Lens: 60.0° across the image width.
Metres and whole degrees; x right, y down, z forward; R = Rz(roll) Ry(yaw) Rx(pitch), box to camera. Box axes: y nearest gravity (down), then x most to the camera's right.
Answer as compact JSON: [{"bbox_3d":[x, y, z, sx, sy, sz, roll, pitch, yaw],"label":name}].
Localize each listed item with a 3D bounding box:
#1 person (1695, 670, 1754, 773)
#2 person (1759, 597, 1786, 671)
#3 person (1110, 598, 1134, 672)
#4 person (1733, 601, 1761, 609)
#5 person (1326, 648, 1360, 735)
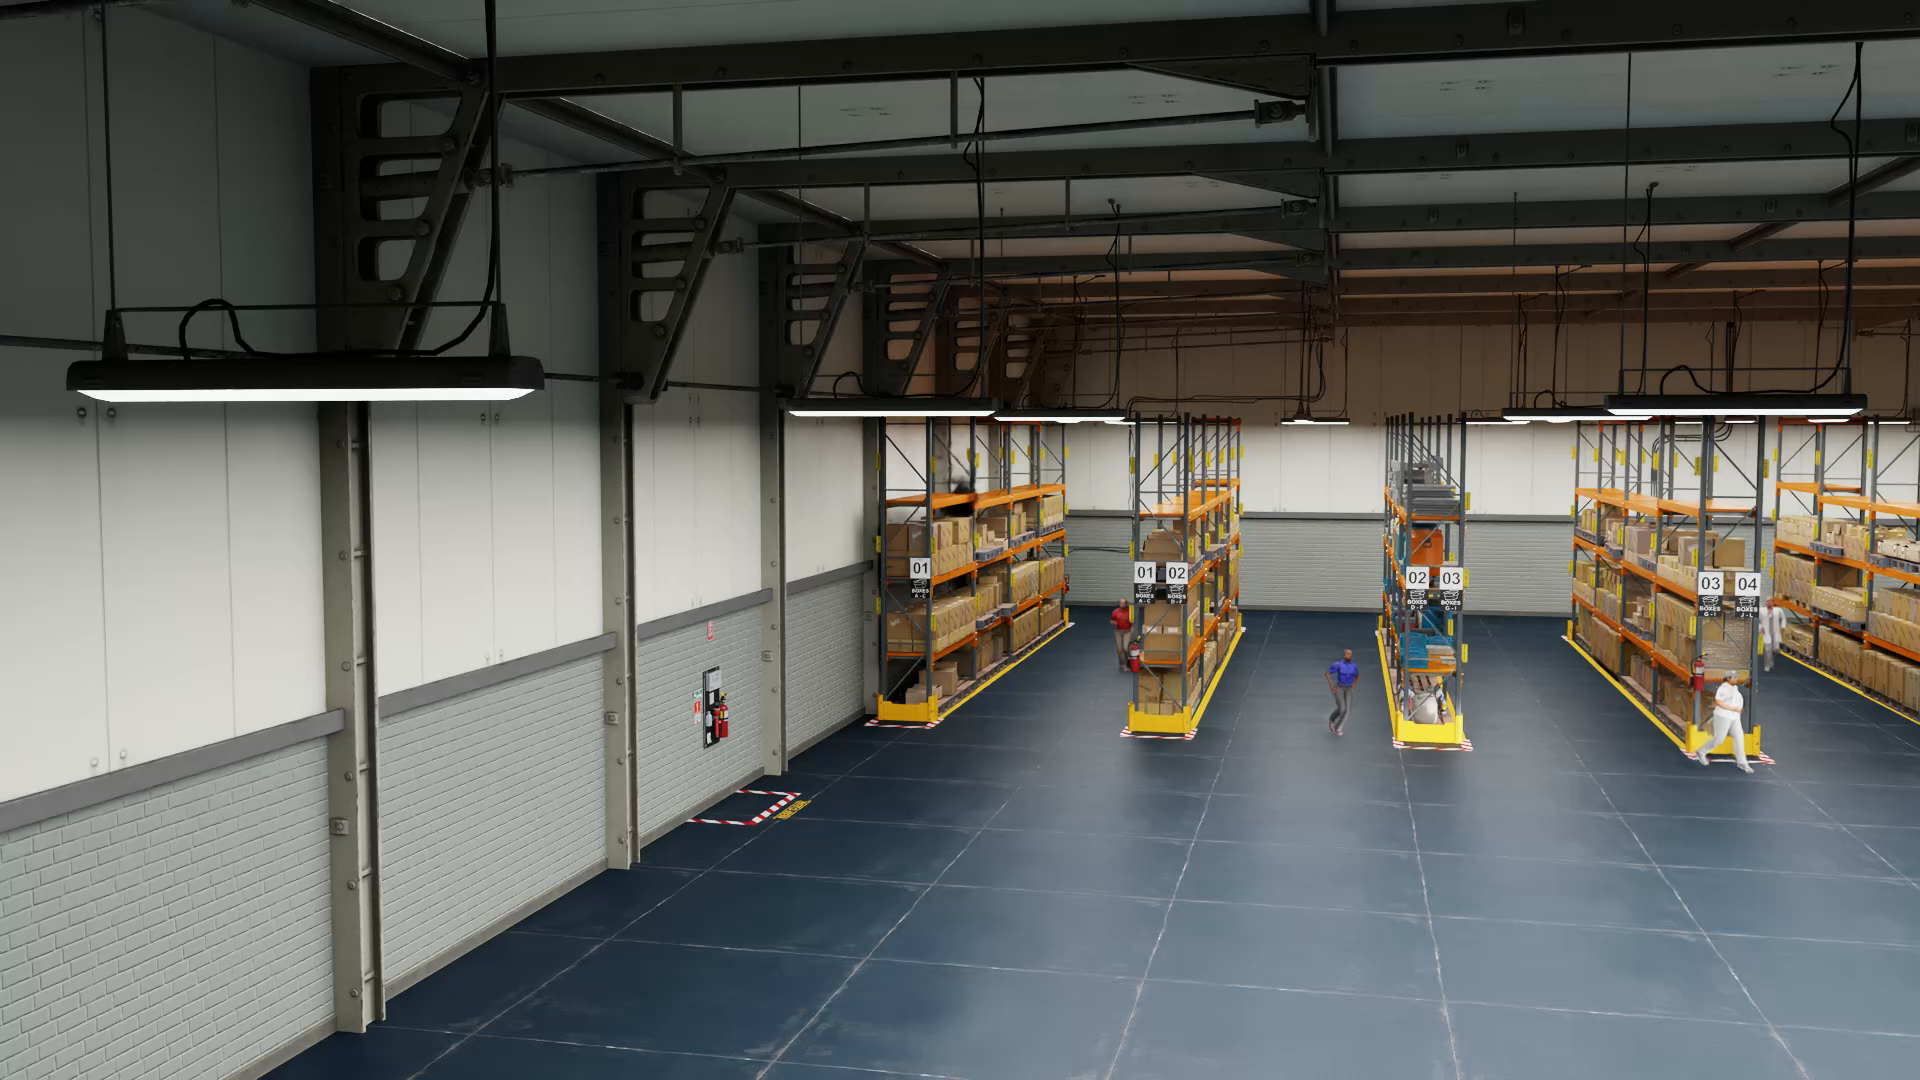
[{"bbox_3d":[12.844,2.997,27.808,0.644,1.672,0.960,-3,5,-36],"label":"person"},{"bbox_3d":[19.065,2.213,39.134,0.718,1.739,0.568,1,4,18],"label":"person"},{"bbox_3d":[3.834,2.247,38.992,0.654,1.761,0.683,1,4,14],"label":"person"},{"bbox_3d":[19.527,2.030,41.288,0.679,1.749,0.856,1,4,21],"label":"person"},{"bbox_3d":[7.174,2.829,30.972,0.606,1.610,0.491,-1,4,-13],"label":"person"}]
